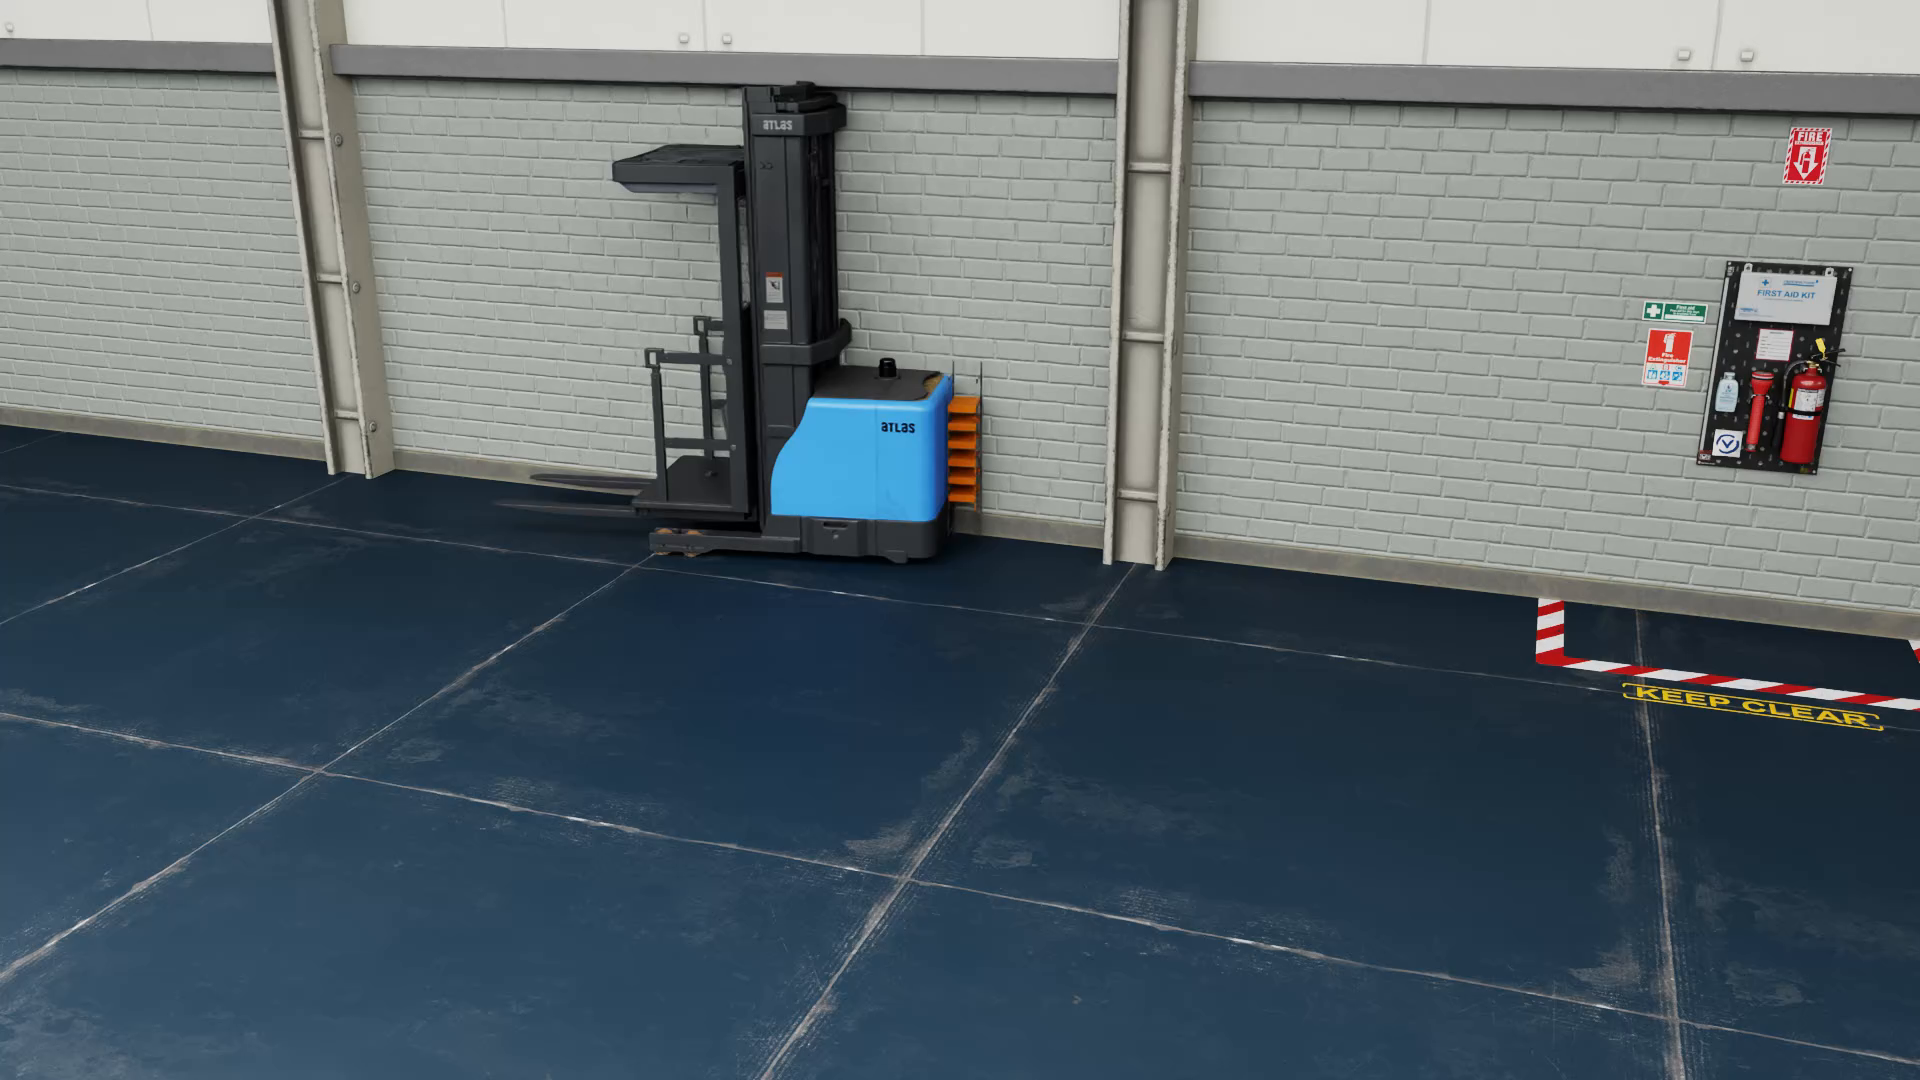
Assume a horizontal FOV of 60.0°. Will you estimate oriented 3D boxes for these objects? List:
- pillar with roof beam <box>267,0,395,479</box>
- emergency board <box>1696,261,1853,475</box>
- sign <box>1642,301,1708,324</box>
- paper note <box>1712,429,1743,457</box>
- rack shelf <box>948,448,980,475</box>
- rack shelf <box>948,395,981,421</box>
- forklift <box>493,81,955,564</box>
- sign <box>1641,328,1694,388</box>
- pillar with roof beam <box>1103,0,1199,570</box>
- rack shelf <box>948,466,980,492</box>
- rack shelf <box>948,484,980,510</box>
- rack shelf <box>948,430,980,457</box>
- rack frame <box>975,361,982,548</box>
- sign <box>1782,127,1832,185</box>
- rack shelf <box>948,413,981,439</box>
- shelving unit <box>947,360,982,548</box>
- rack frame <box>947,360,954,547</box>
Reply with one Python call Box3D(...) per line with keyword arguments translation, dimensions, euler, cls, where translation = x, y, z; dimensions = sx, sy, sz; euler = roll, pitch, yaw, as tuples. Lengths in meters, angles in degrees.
Box3D(translation=(-5.930, -3.435, 7.258), dimensions=(0.400, 9.000, 9.100), euler=(7, 20, 18), cls="pillar with roof beam")
Box3D(translation=(4.497, -0.923, 9.166), dimensions=(0.643, 1.169, 0.194), euler=(7, 20, 18), cls="emergency board")
Box3D(translation=(4.010, -1.278, 9.327), dimensions=(0.331, 0.109, 0.001), euler=(7, 20, 18), cls="sign")
Box3D(translation=(4.352, -0.547, 9.428), dimensions=(0.142, 0.148, 0.016), euler=(7, 20, 18), cls="paper note")
Box3D(translation=(0.031, -0.514, 10.862), dimensions=(0.180, 0.103, 0.258), euler=(3, 19, 9), cls="rack shelf")
Box3D(translation=(0.031, -0.854, 10.744), dimensions=(0.180, 0.103, 0.258), euler=(3, 19, 9), cls="rack shelf")
Box3D(translation=(-1.568, -1.443, 10.763), dimensions=(3.031, 2.935, 1.130), euler=(3, 19, 9), cls="forklift")
Box3D(translation=(4.008, -1.031, 9.424), dimensions=(0.234, 0.329, 0.001), euler=(7, 20, 18), cls="sign")
Box3D(translation=(-0.262, -2.786, 5.399), dimensions=(0.400, 9.000, 9.100), euler=(7, 20, 18), cls="pillar with roof beam")
Box3D(translation=(0.031, -0.400, 10.902), dimensions=(0.180, 0.103, 0.258), euler=(3, 19, 9), cls="rack shelf")
Box3D(translation=(0.031, -0.287, 10.941), dimensions=(0.180, 0.103, 0.258), euler=(3, 19, 9), cls="rack shelf")
Box3D(translation=(0.031, -0.627, 10.823), dimensions=(0.180, 0.103, 0.258), euler=(3, 19, 9), cls="rack shelf")
Box3D(translation=(0.121, -0.551, 10.834), dimensions=(0.006, 1.200, 0.240), euler=(3, 19, 9), cls="rack frame")
Box3D(translation=(4.522, -2.049, 8.876), dimensions=(0.199, 0.298, 0.001), euler=(7, 20, 18), cls="sign")
Box3D(translation=(0.031, -0.740, 10.783), dimensions=(0.180, 0.103, 0.258), euler=(3, 19, 9), cls="rack shelf")
Box3D(translation=(0.031, -0.556, 10.848), dimensions=(0.189, 1.200, 0.258), euler=(3, 19, 9), cls="shelving unit")
Box3D(translation=(-0.059, -0.560, 10.861), dimensions=(0.006, 1.200, 0.240), euler=(3, 19, 9), cls="rack frame")
